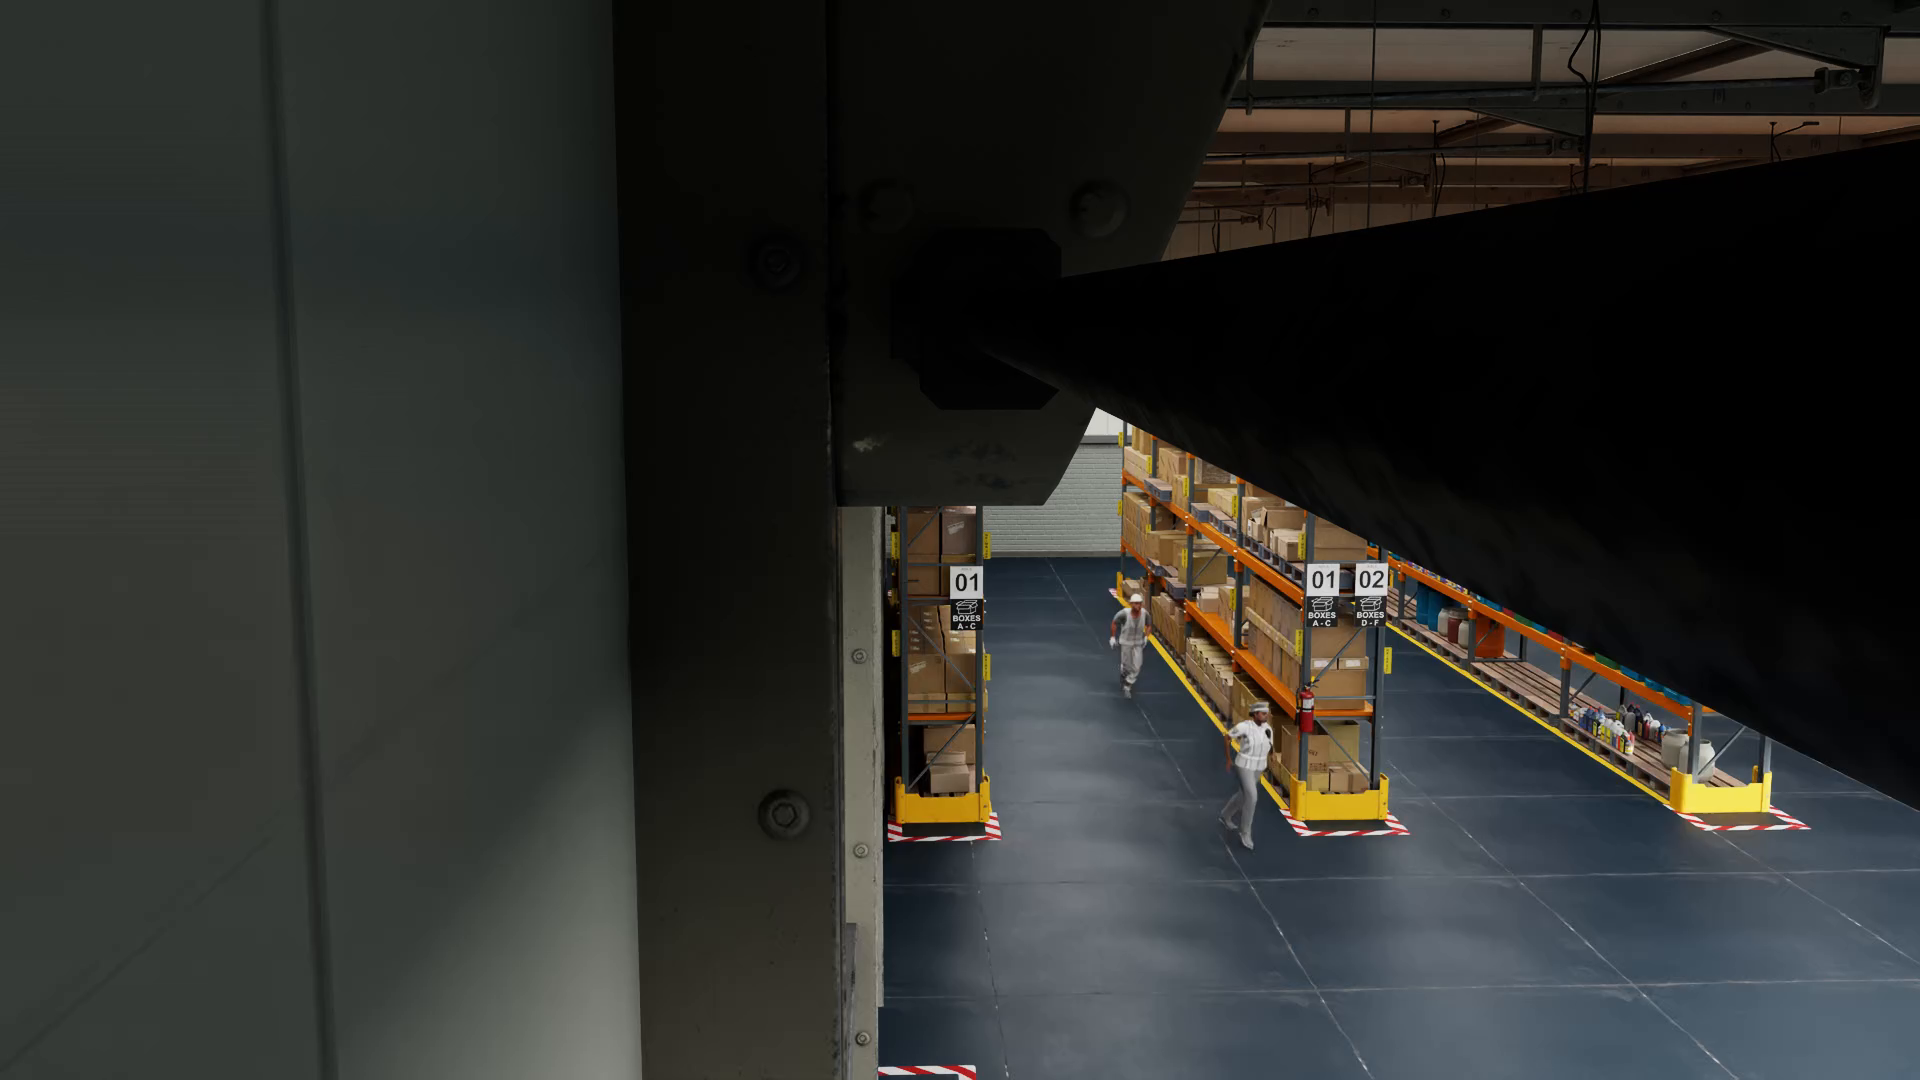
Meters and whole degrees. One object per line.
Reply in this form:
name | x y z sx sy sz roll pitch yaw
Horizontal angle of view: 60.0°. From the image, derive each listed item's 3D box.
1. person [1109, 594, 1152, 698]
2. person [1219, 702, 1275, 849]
person | 2.778 1.695 27.050 0.657 1.716 0.702 -3 8 -17
person | 3.426 2.724 19.789 0.641 1.666 0.825 -5 9 -31
